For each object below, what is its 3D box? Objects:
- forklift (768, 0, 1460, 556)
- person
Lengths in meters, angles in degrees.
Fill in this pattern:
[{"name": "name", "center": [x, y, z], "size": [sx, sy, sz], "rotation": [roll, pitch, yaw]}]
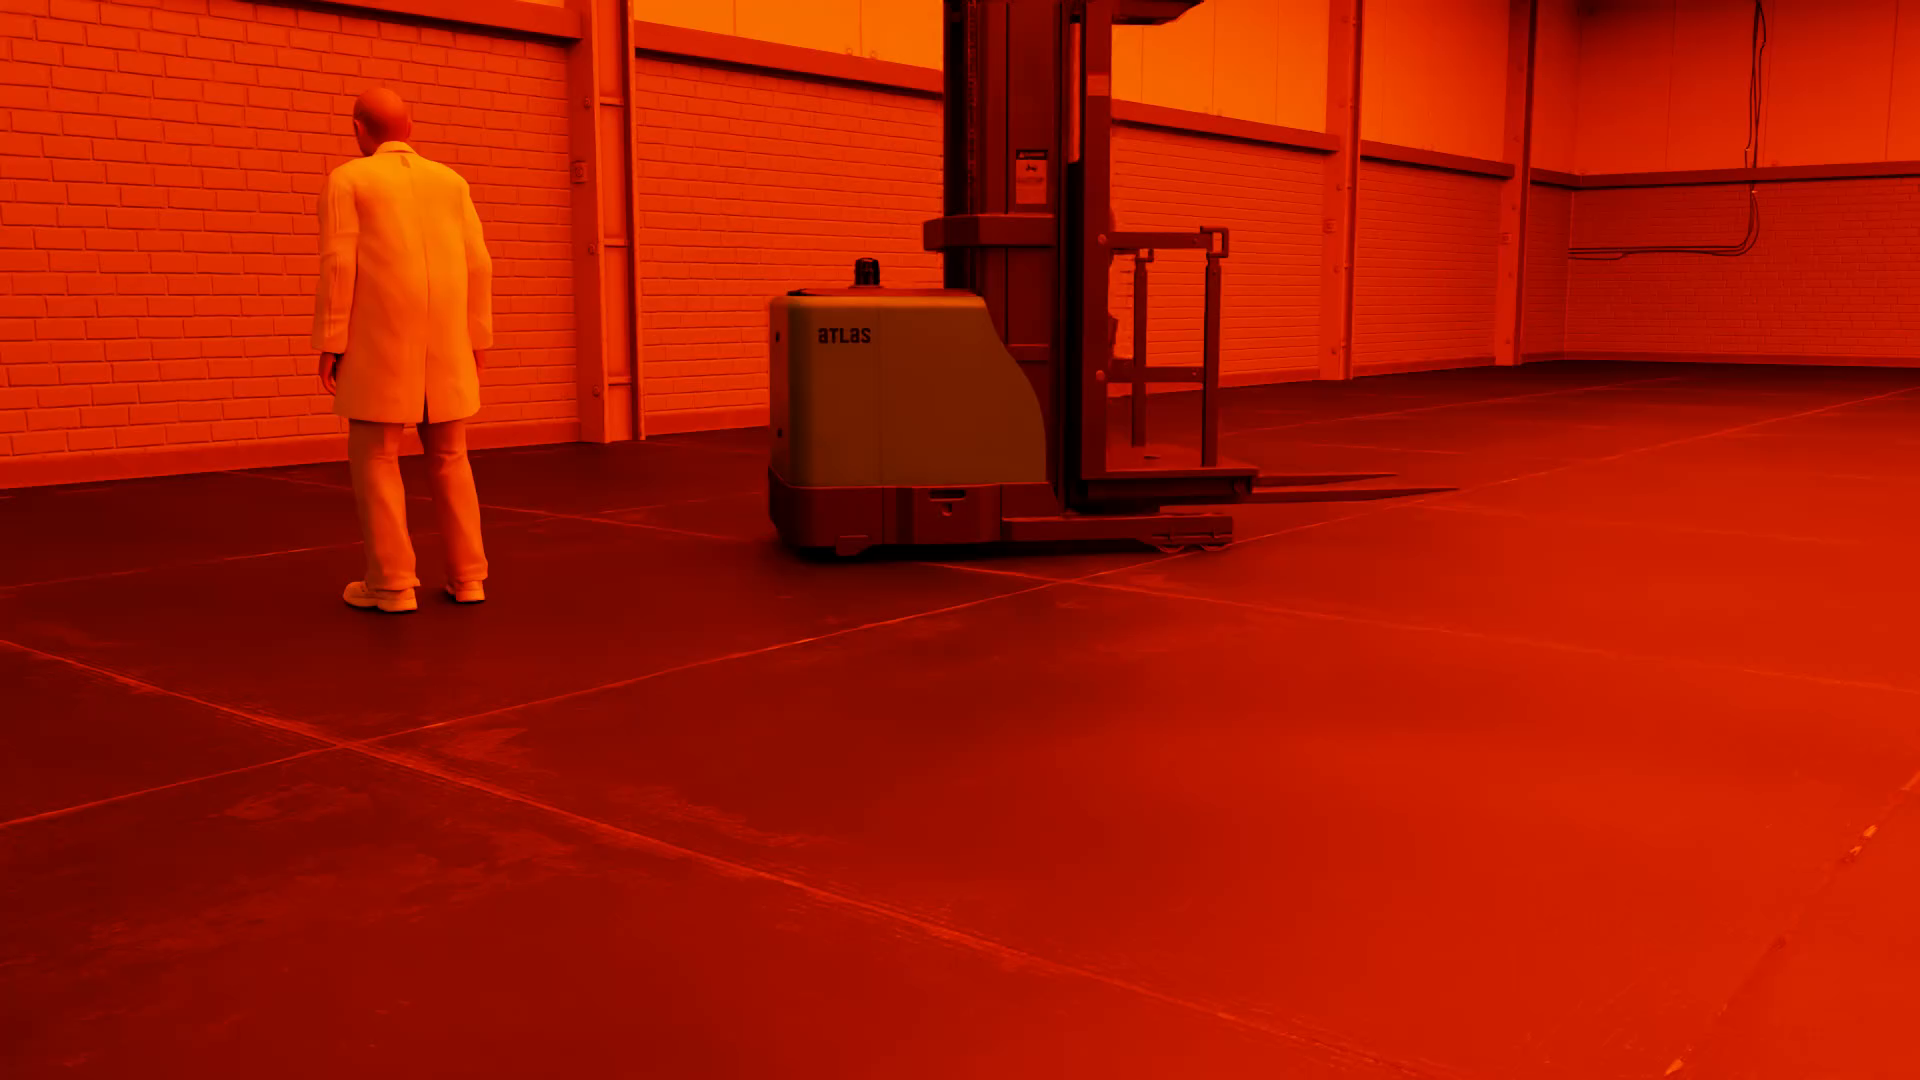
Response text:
[{"name": "forklift", "center": [0.696, -1.466, 7.302], "size": [3.031, 2.935, 1.130], "rotation": [-2, 8, -11]}, {"name": "person", "center": [-1.917, -0.651, 5.734], "size": [0.644, 1.772, 0.428], "rotation": [-8, 11, -42]}]
